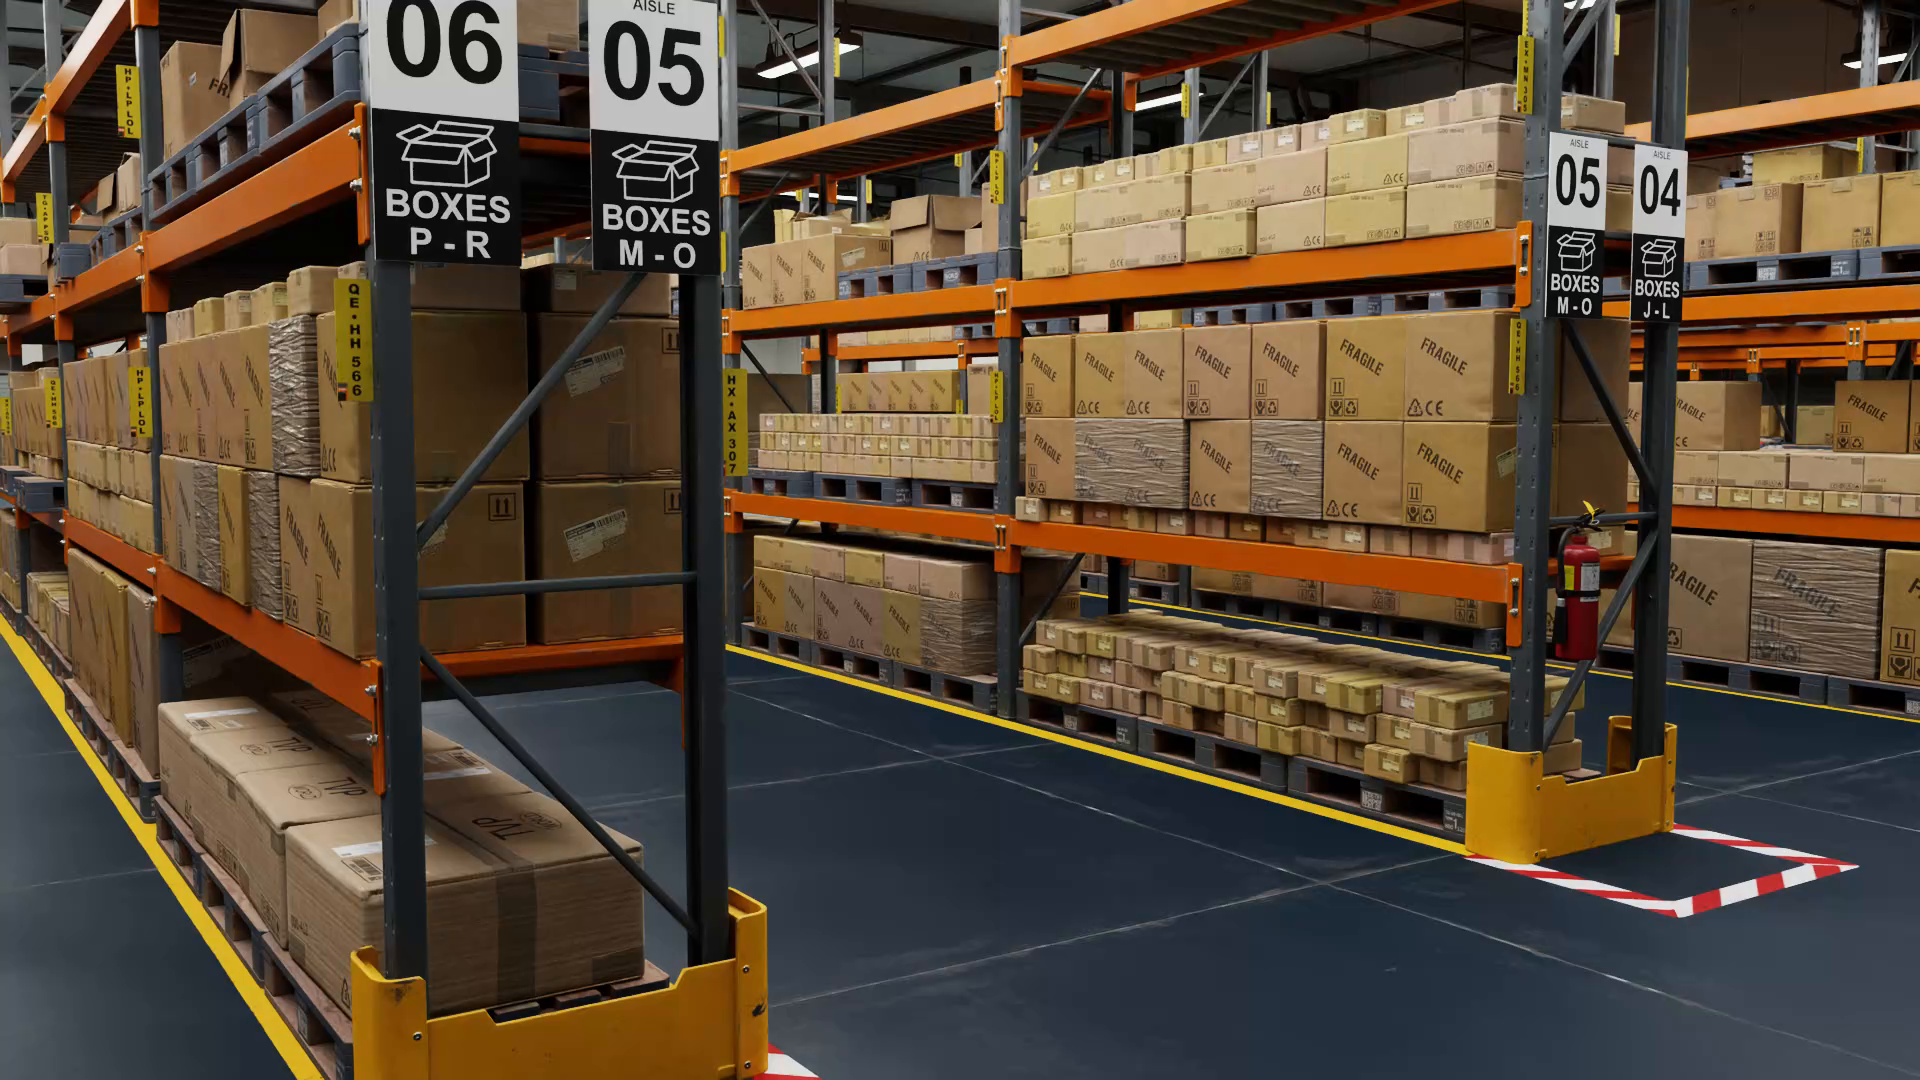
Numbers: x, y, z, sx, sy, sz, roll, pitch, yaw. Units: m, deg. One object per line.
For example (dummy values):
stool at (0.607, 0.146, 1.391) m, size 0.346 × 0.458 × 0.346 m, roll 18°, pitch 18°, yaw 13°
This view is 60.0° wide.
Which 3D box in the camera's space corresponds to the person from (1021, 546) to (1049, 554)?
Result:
person at (0.619, -0.083, 15.019) m, size 0.459 × 1.758 × 0.705 m, roll 1°, pitch 5°, yaw 13°
